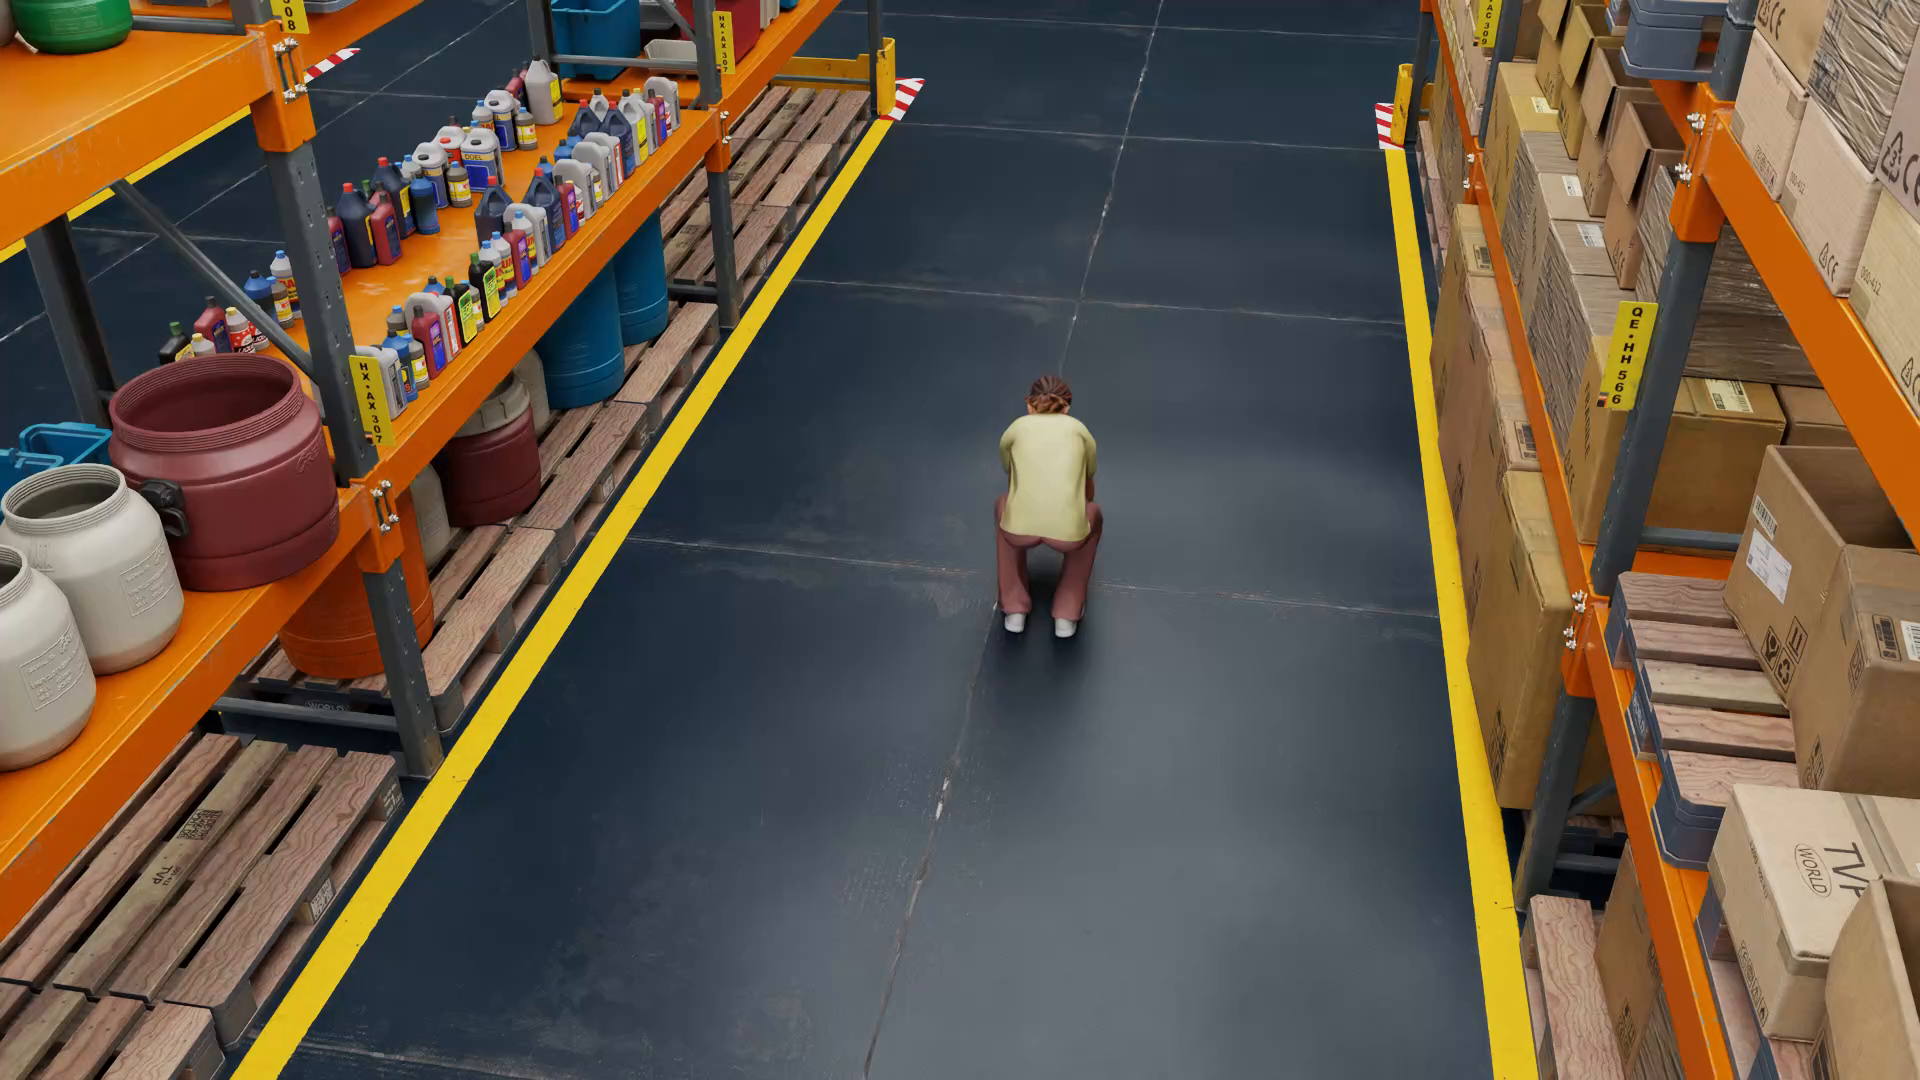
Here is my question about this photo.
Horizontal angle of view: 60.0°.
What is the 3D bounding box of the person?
[{"bbox_3d":[0.371,-0.128,7.045,0.469,0.921,0.839,4,33,7],"label":"person"}]
